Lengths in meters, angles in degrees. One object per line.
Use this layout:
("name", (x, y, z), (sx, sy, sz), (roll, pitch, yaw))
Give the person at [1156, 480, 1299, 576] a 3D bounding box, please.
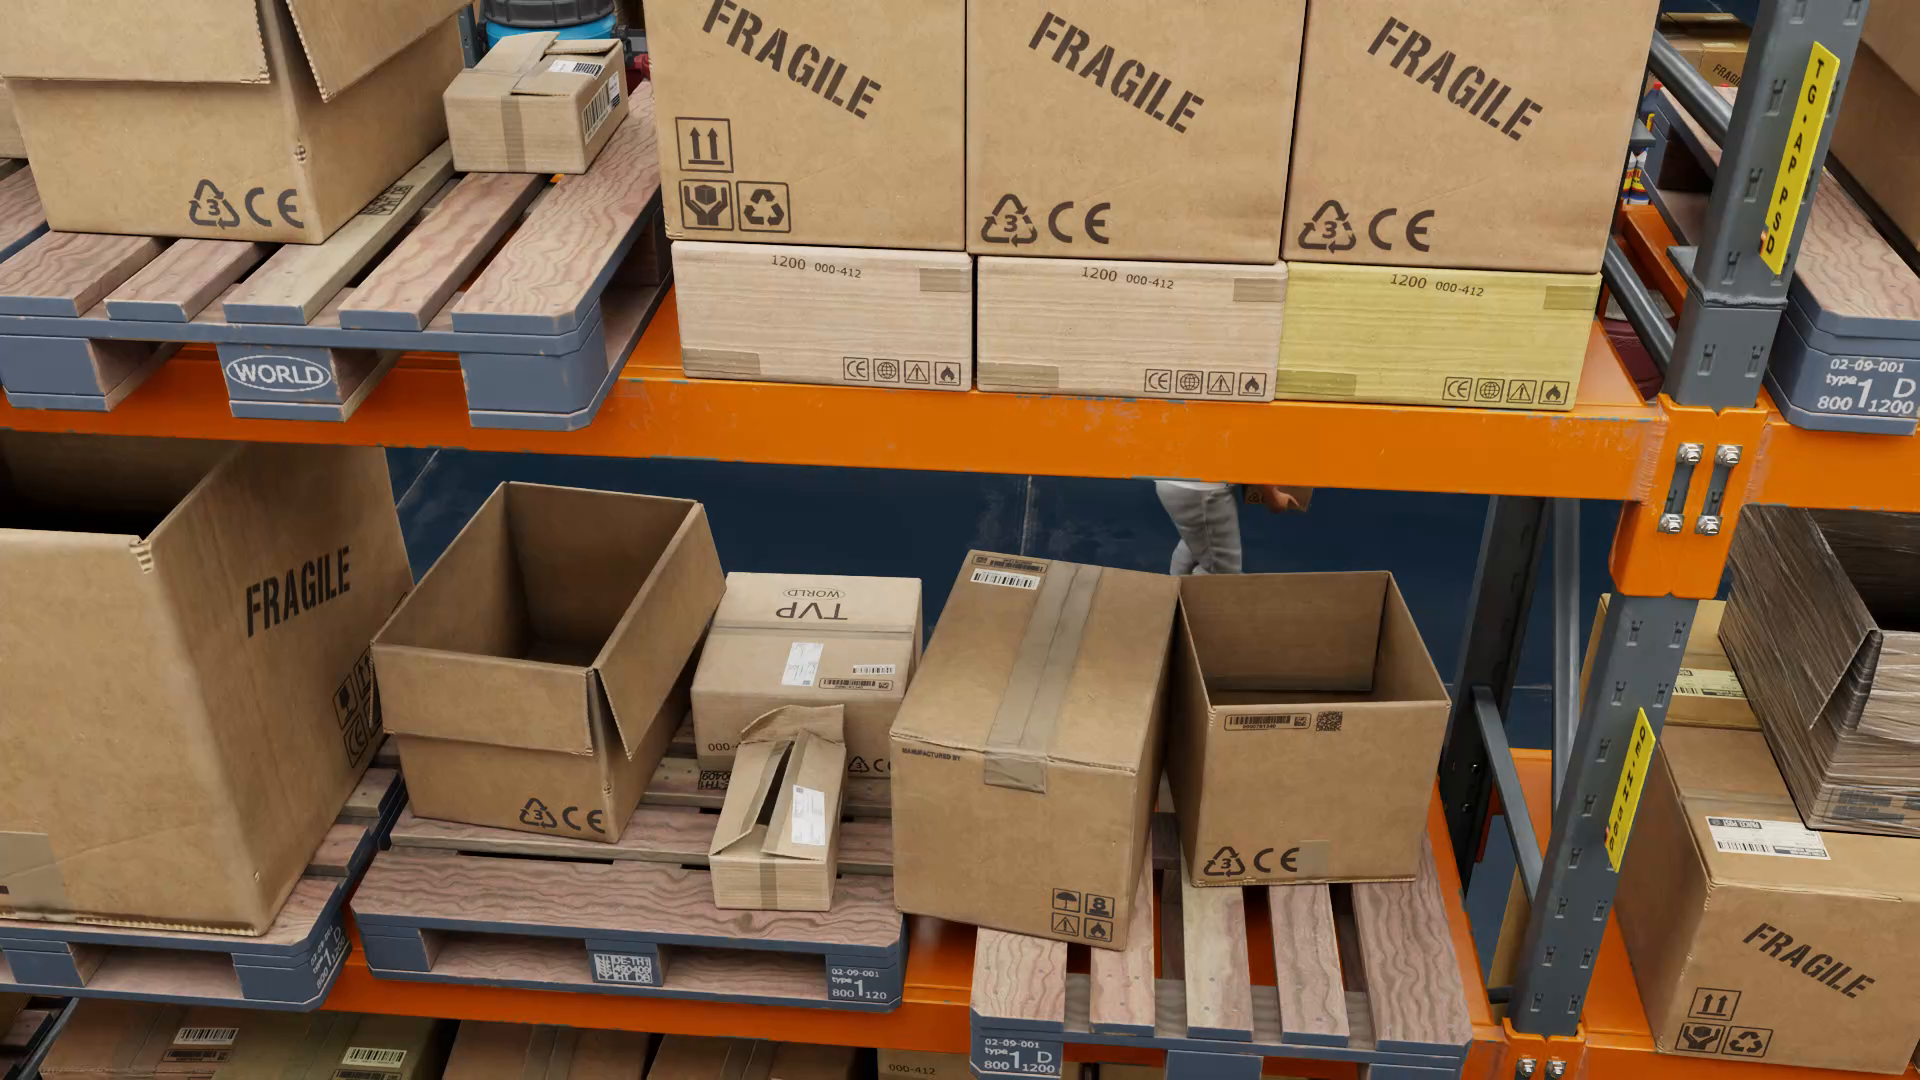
("person", (1.038, -0.254, 6.573), (0.582, 1.638, 0.452), (2, 32, 3))
